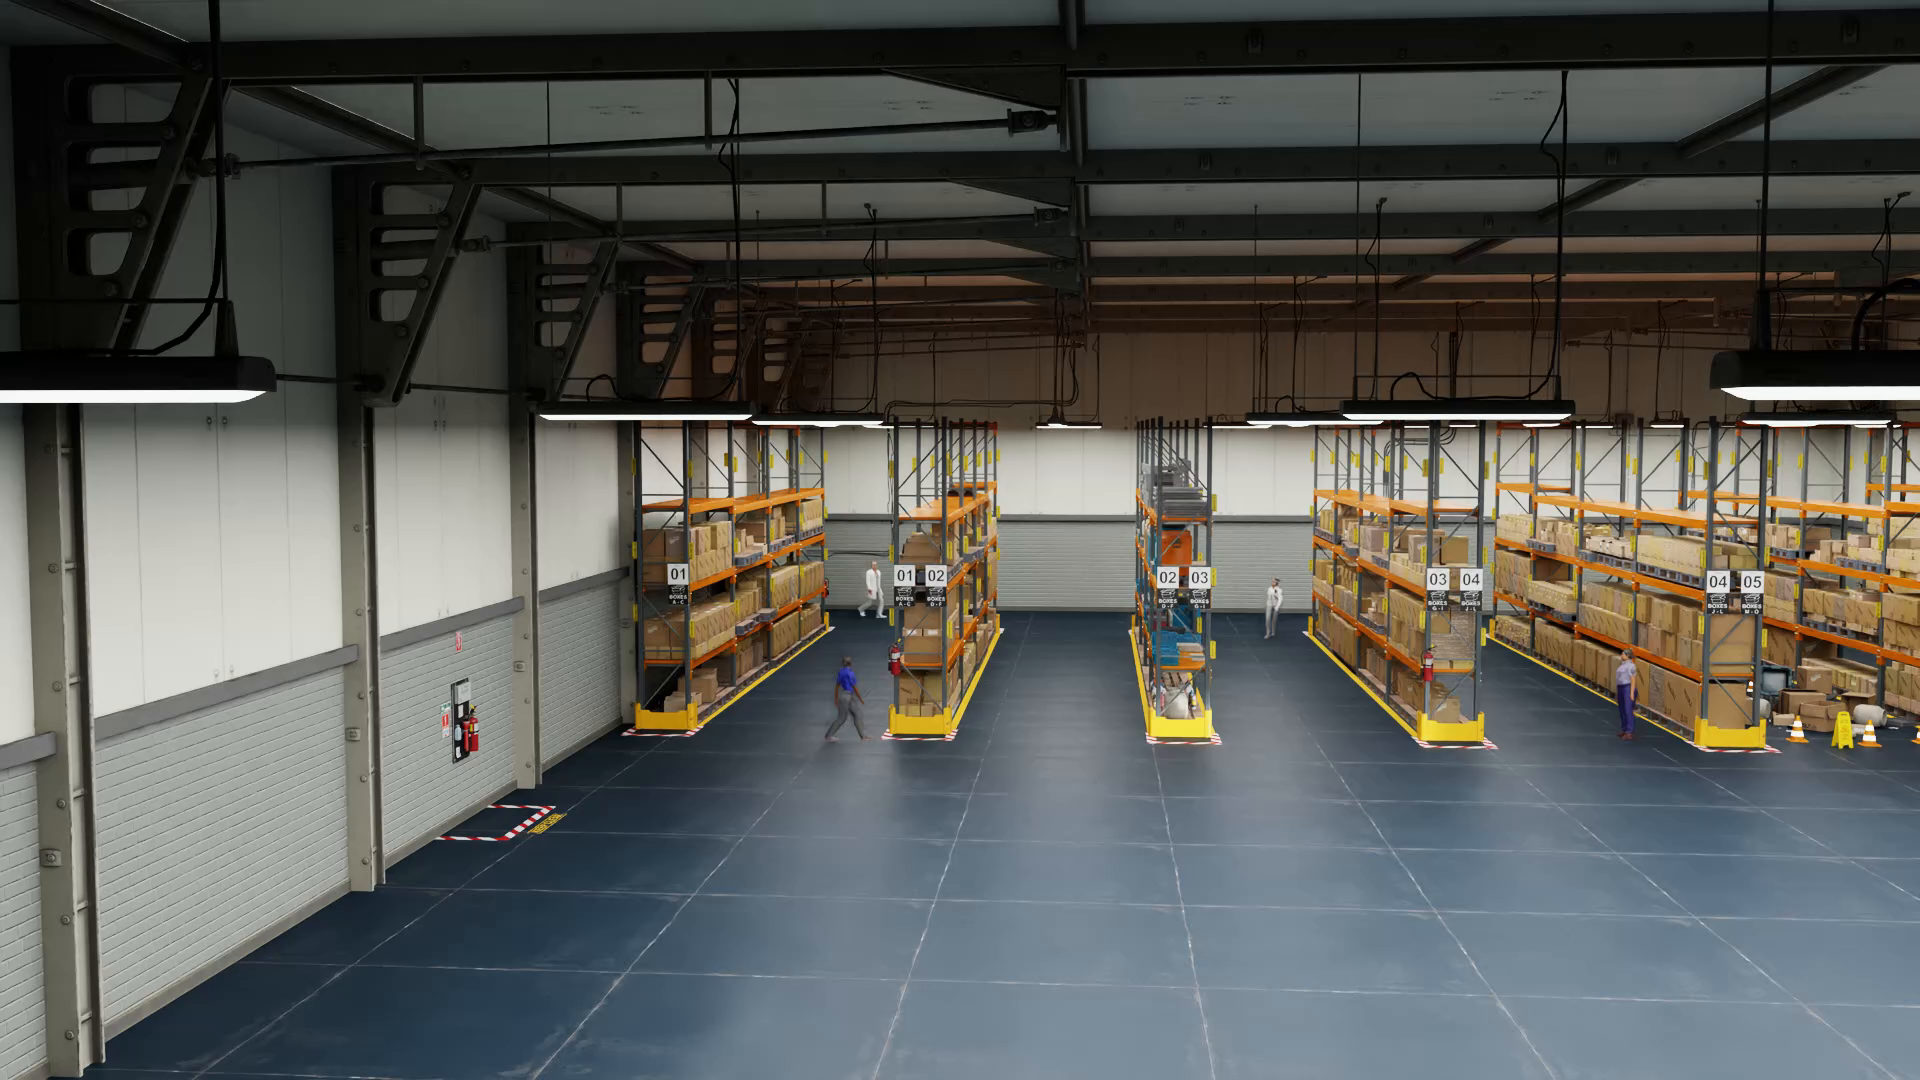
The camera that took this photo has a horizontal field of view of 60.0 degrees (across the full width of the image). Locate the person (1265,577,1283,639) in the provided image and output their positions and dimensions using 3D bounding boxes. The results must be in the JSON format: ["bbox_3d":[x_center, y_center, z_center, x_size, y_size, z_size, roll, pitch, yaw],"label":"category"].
[{"bbox_3d":[8.731,1.872,46.180,0.451,1.683,0.775,1,4,14],"label":"person"}]

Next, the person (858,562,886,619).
[{"bbox_3d":[-2.662,1.524,50.810,0.931,1.732,0.614,3,5,36],"label":"person"}]

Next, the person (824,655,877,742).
[{"bbox_3d":[-2.018,2.910,30.490,0.973,1.598,0.402,0,4,2],"label":"person"}]

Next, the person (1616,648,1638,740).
[{"bbox_3d":[12.456,2.869,31.114,0.423,1.662,0.610,0,4,-5],"label":"person"}]
